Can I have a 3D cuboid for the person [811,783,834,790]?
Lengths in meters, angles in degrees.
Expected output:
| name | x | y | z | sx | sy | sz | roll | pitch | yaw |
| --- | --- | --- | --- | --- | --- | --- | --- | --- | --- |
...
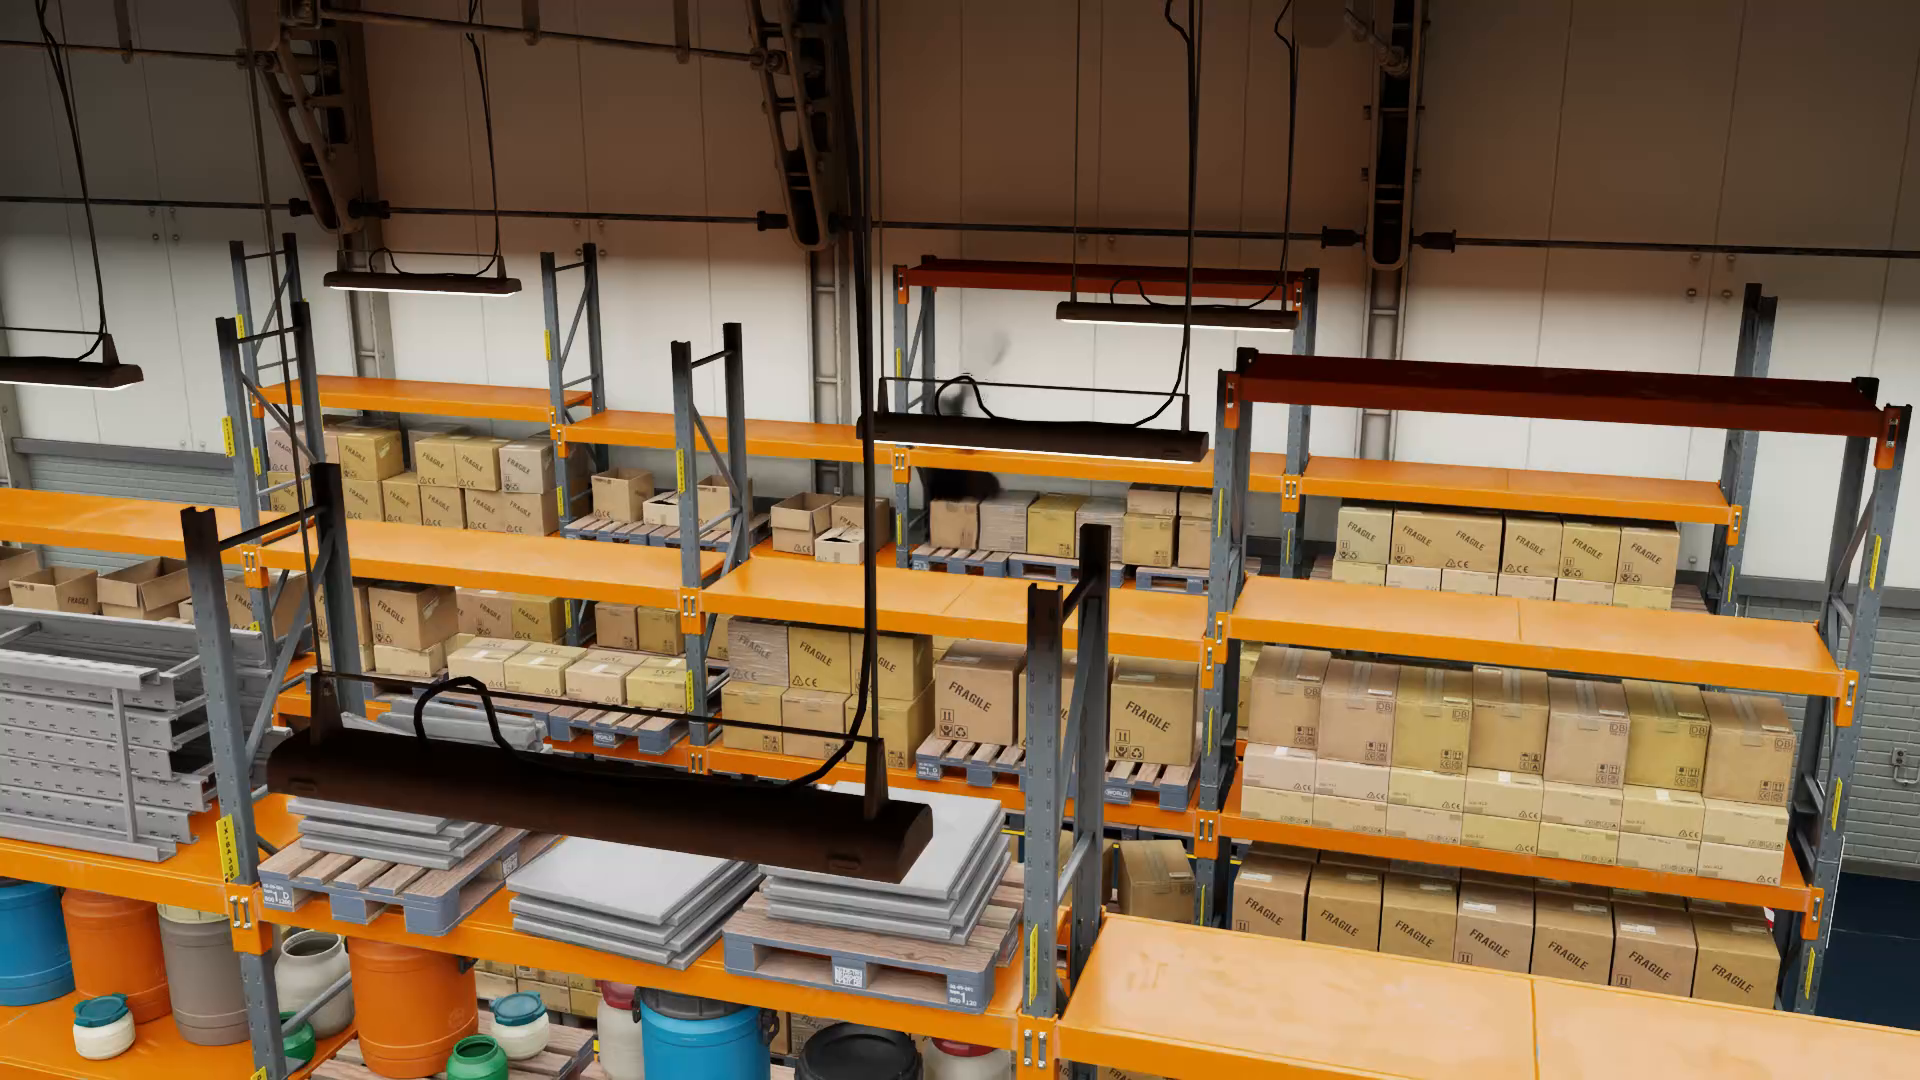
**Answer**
| name | x | y | z | sx | sy | sz | roll | pitch | yaw |
| --- | --- | --- | --- | --- | --- | --- | --- | --- | --- |
| person | -1.291 | 2.702 | 15.543 | 0.551 | 1.676 | 0.659 | 5 | 17 | 18 |
